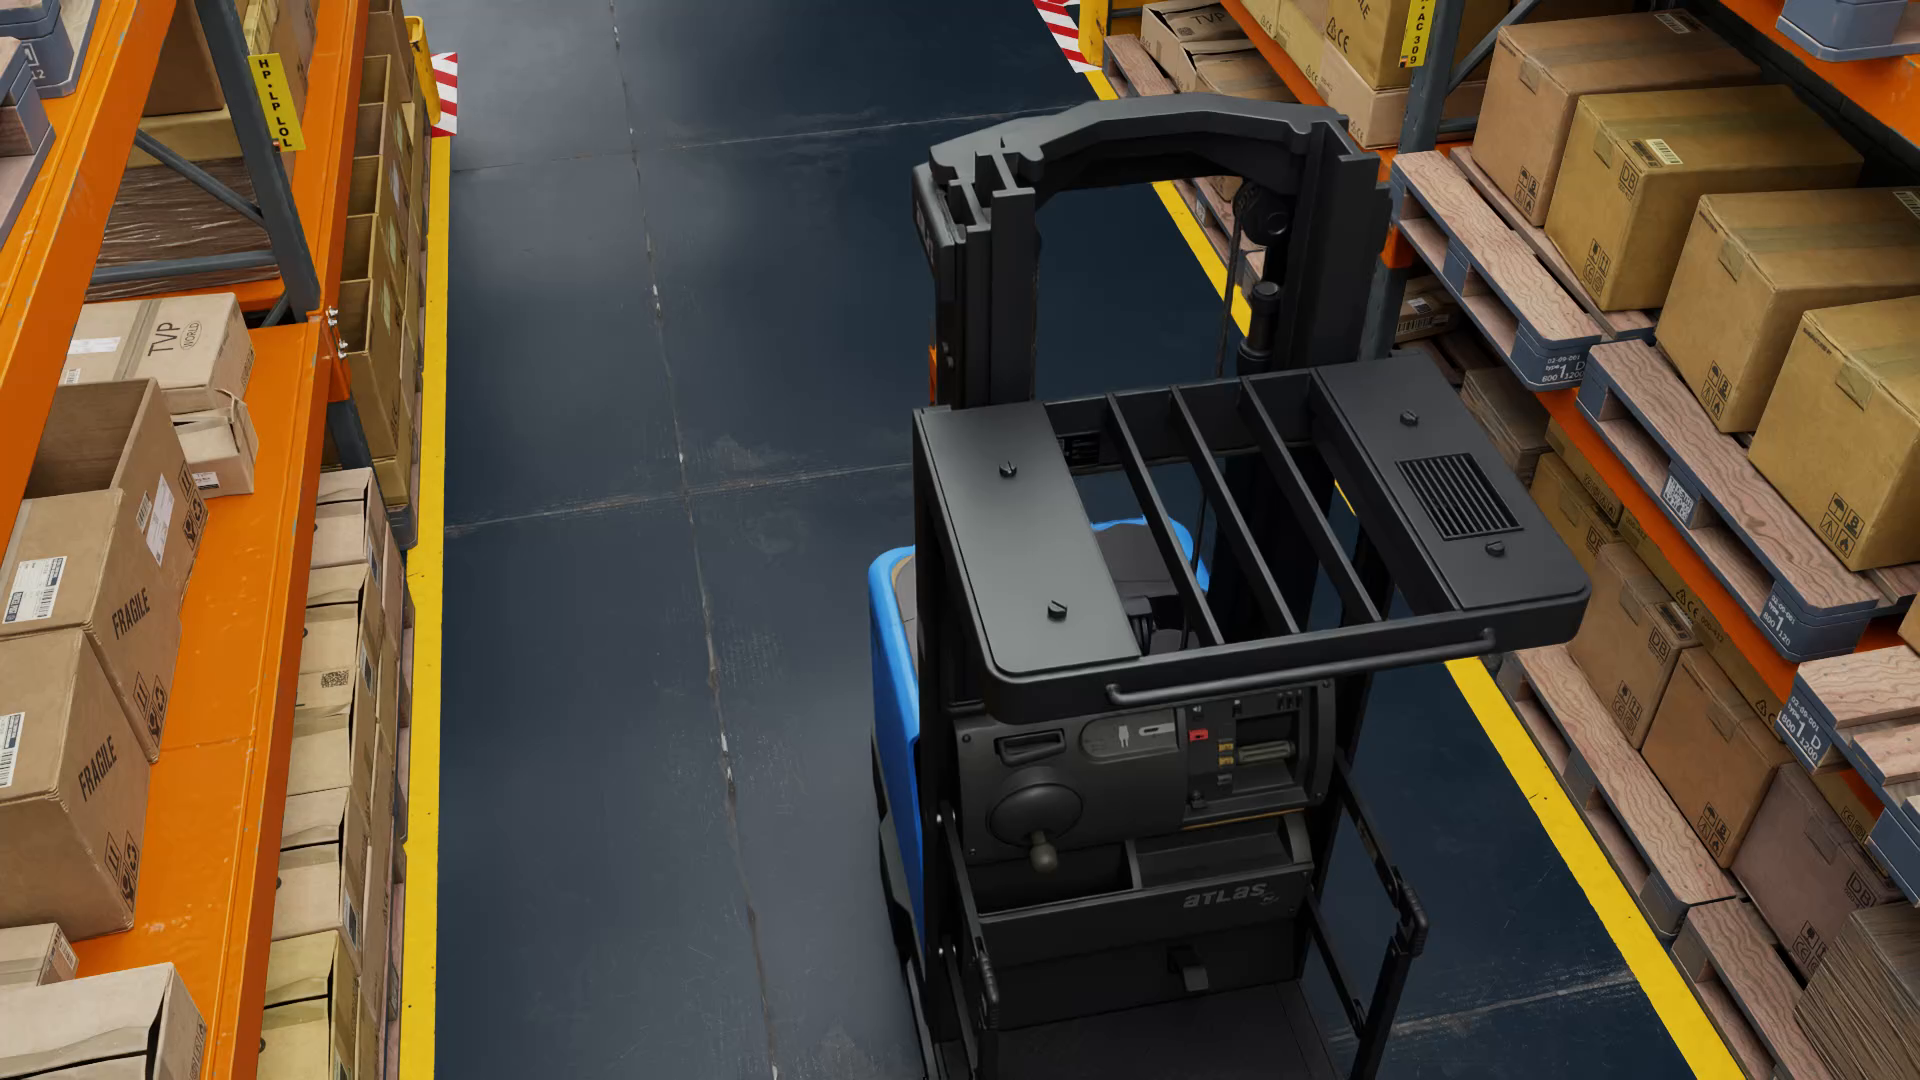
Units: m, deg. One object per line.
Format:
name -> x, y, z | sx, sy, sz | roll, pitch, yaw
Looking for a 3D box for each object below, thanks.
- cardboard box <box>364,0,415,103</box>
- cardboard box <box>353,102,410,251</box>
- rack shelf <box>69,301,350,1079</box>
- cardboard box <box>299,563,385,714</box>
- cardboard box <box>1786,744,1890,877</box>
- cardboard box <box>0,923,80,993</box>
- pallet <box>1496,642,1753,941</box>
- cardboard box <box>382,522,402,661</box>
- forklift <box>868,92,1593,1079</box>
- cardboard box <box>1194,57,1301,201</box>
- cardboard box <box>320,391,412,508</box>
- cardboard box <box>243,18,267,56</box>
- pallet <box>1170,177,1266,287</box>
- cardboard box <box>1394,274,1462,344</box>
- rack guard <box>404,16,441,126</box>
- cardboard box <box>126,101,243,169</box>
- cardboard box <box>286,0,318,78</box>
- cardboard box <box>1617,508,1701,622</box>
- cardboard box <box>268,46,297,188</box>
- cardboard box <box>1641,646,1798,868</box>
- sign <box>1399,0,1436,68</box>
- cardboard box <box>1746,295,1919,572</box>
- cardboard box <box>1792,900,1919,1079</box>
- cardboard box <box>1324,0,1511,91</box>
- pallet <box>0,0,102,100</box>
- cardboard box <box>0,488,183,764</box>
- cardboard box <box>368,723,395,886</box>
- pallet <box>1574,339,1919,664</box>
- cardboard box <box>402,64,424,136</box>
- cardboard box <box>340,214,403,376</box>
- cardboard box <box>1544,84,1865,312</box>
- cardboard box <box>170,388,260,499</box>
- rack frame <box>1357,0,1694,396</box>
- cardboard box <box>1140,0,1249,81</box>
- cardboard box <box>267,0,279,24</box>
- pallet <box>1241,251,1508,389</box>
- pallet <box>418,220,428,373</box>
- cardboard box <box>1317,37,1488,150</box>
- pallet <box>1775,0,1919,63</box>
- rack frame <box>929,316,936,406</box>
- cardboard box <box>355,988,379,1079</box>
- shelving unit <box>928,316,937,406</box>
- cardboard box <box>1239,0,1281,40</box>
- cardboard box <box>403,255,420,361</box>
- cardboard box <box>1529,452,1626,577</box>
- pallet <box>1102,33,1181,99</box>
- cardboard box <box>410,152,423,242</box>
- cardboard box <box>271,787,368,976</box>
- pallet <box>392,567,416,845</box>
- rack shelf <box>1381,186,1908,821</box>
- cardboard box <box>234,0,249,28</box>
cardboard box -> -3.131, -2.579, 8.586 | 0.500, 0.500, 0.500 | -8, 42, -9
cardboard box -> -2.794, -1.608, 7.492 | 0.500, 0.500, 0.500 | -8, 42, -9
rack shelf -> -2.242, 0.684, 4.262 | 1.077, 0.370, 4.000 | -8, 42, -9
cardboard box -> -2.188, 0.337, 5.443 | 0.500, 0.311, 0.500 | -7, 42, -8
cardboard box -> 2.757, 0.651, 4.744 | 0.500, 0.250, 0.500 | -8, 42, -8
cardboard box -> -2.141, 0.986, 3.569 | 0.380, 0.149, 0.250 | -5, 42, -6
pallet -> 2.598, 0.746, 5.751 | 1.003, 0.211, 1.213 | -8, 42, -9
cardboard box -> -2.301, 0.217, 6.001 | 0.500, 0.250, 0.500 | -9, 42, -10
forklift -> 0.496, 0.636, 3.826 | 1.130, 2.935, 3.031 | -8, 42, -8
cardboard box -> 1.593, -2.103, 8.411 | 0.700, 0.500, 0.500 | -11, 43, -12
cardboard box -> -2.478, -0.355, 6.645 | 0.500, 0.250, 0.500 | -8, 42, -9
cardboard box -> -2.655, -1.694, 5.834 | 0.380, 0.149, 0.250 | -9, 42, -10
pallet -> 1.716, -1.774, 8.589 | 1.003, 0.211, 1.213 | -8, 42, -9
cardboard box -> 2.017, -1.041, 7.467 | 0.380, 0.166, 0.250 | -14, 43, -15
rack guard -> -3.543, -2.555, 9.252 | 1.175, 0.500, 0.348 | -8, 42, -9
cardboard box -> -2.543, -1.364, 5.463 | 0.380, 0.149, 0.250 | -8, 42, -9
cardboard box -> -3.112, -2.205, 6.899 | 0.700, 0.500, 0.500 | -7, 42, -8
cardboard box -> 2.552, -0.008, 5.486 | 0.500, 0.250, 0.500 | -9, 42, -11
cardboard box -> -2.896, -1.547, 6.158 | 0.700, 0.500, 0.500 | -9, 42, -10
cardboard box -> 2.687, 0.641, 5.320 | 0.700, 0.500, 0.500 | -9, 42, -10
sign -> 1.634, -1.835, 5.906 | 0.100, 0.325, 0.005 | -8, 42, -9
cardboard box -> 2.624, -0.311, 4.434 | 0.700, 0.500, 0.500 | -8, 42, -9
cardboard box -> 2.819, 1.310, 4.566 | 0.700, 0.500, 0.500 | -8, 42, -9
cardboard box -> 1.758, -2.088, 6.376 | 0.500, 0.500, 0.500 | -8, 42, -9
pallet -> -2.471, -1.362, 3.910 | 0.805, 0.209, 1.217 | -10, 43, -11
cardboard box -> -2.302, 0.247, 4.137 | 0.500, 0.500, 0.500 | -8, 42, -9
cardboard box -> -2.083, 0.876, 5.258 | 0.500, 0.250, 0.500 | -7, 42, -8
pallet -> 2.558, -0.207, 4.868 | 1.003, 0.211, 1.213 | -8, 42, -9
cardboard box -> -3.133, -2.298, 8.834 | 0.500, 0.250, 0.500 | -8, 42, -9
cardboard box -> -2.584, -0.959, 6.761 | 0.500, 0.500, 0.500 | -8, 42, -9
cardboard box -> 2.352, -1.098, 5.321 | 0.700, 0.500, 0.500 | -4, 42, -5
cardboard box -> -2.305, -0.288, 4.916 | 0.396, 0.266, 0.258 | -9, 42, -10
rack frame -> 2.162, -1.594, 6.286 | 1.000, 3.000, 0.127 | -8, 42, -9
cardboard box -> 1.360, -2.884, 9.434 | 0.500, 0.311, 0.500 | -13, 43, -14
cardboard box -> -2.765, -2.026, 6.209 | 0.380, 0.149, 0.250 | -10, 43, -11
pallet -> 1.983, -0.981, 7.697 | 1.003, 0.211, 1.213 | -8, 42, -9
pallet -> -3.072, -1.153, 7.890 | 1.003, 0.211, 1.213 | -8, 42, -9
cardboard box -> 1.764, -1.809, 6.626 | 0.500, 0.250, 0.500 | -8, 42, -9
pallet -> 2.418, -1.558, 4.128 | 1.213, 0.211, 1.003 | -8, 42, -9
rack frame -> -0.015, -0.437, 6.451 | 0.200, 1.050, 0.008 | -8, 42, -9
cardboard box -> -1.864, 1.539, 4.512 | 0.500, 0.250, 0.500 | -9, 42, -10
shelving unit -> 0.012, -0.358, 6.362 | 0.215, 1.050, 0.252 | -8, 42, -9
cardboard box -> 1.541, -2.457, 7.356 | 0.500, 0.250, 0.500 | -9, 42, -10
cardboard box -> -2.684, -1.004, 7.377 | 0.500, 0.250, 0.500 | -8, 42, -9
cardboard box -> 2.498, -0.021, 6.066 | 0.700, 0.500, 0.500 | -9, 42, -10
pallet -> 1.456, -2.563, 9.478 | 1.003, 0.211, 1.213 | -8, 42, -9
cardboard box -> -2.904, -1.652, 8.106 | 0.500, 0.250, 0.500 | -8, 42, -9
cardboard box -> -1.978, 0.988, 4.710 | 0.500, 0.311, 0.500 | -9, 42, -10
pallet -> -2.477, 0.633, 5.878 | 1.003, 0.211, 1.213 | -8, 42, -9
rack shelf -> 2.594, -0.029, 5.065 | 1.077, 0.370, 4.000 | -8, 42, -9
cardboard box -> -2.886, -2.018, 5.712 | 0.700, 0.500, 0.500 | -8, 42, -9
